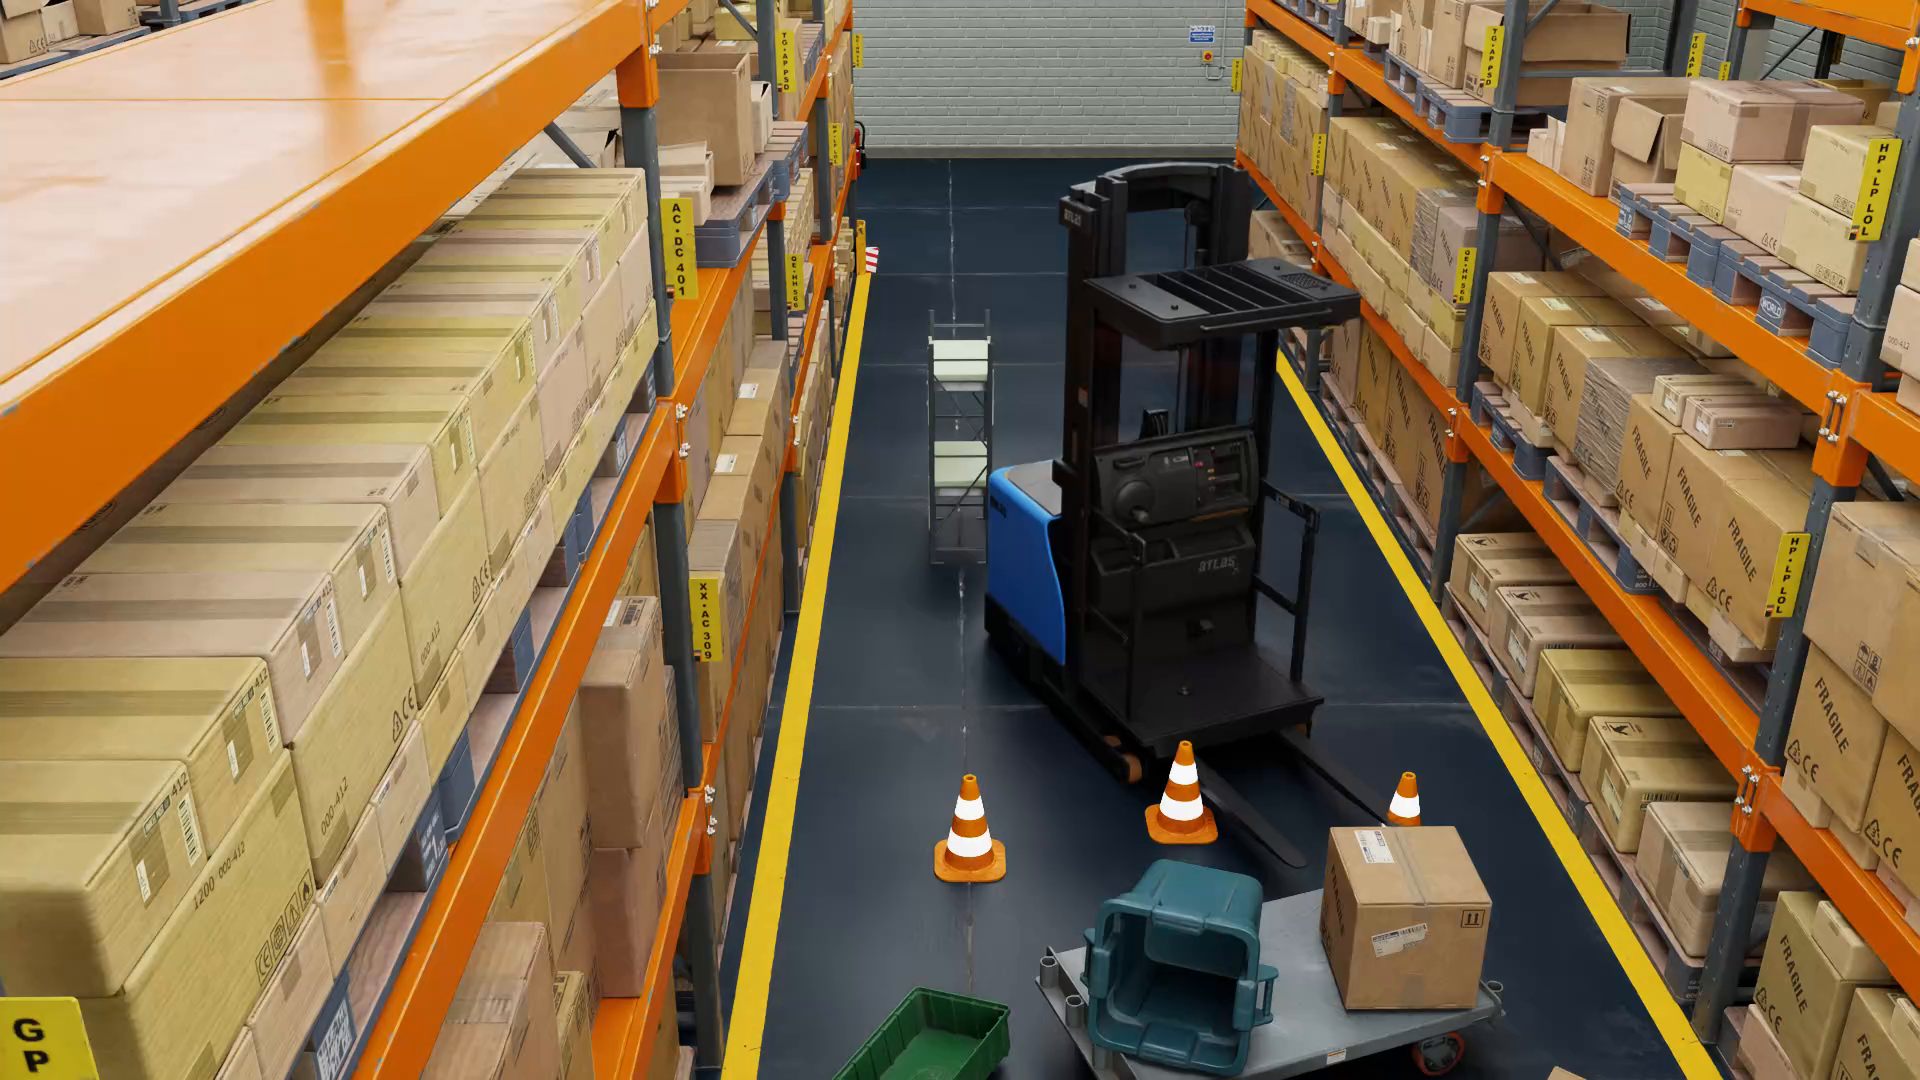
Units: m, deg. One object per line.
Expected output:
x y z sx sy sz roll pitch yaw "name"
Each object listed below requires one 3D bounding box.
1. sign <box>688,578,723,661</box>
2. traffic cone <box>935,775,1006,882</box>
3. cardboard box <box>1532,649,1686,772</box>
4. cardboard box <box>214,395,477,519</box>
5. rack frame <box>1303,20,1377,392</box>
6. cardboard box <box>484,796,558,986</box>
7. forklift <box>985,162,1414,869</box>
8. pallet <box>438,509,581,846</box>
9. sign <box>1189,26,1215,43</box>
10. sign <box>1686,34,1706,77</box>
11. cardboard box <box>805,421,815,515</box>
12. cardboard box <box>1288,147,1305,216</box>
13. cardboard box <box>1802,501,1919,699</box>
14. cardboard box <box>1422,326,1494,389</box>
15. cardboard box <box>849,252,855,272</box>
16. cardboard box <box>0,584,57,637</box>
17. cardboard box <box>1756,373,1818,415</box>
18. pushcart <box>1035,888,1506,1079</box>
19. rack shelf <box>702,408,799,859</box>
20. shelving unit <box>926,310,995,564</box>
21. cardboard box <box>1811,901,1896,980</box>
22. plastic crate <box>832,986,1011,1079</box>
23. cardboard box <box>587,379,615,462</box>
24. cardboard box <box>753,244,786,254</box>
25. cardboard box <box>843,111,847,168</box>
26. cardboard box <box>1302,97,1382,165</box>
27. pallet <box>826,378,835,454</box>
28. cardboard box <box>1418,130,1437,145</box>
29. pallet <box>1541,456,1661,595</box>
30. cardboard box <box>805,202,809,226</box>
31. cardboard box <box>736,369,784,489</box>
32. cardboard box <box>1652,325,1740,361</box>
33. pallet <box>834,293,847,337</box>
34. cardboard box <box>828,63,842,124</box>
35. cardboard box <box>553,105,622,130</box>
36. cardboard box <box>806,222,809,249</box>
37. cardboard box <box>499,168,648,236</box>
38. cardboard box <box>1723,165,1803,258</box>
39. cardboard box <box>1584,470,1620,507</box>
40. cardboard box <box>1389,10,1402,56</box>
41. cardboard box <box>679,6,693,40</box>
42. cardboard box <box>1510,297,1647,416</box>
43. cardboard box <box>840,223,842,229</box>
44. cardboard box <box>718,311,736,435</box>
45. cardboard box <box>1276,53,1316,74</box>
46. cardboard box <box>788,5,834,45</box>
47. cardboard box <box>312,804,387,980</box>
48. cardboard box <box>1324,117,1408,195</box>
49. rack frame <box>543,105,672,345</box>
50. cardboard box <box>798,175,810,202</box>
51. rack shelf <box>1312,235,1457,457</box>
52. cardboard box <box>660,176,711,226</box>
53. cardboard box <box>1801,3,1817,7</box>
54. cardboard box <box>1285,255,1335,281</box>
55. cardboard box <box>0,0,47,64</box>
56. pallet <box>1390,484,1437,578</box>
-0.893 0.282 5.840 0.100 0.325 0.005 0 24 -1 "sign"
0.047 1.312 7.788 0.336 0.463 0.334 0 24 -1 "traffic cone"
3.472 0.859 8.390 0.950 0.372 0.625 1 24 1 "cardboard box"
-1.102 -0.151 3.011 0.380 0.149 0.250 -1 24 -1 "cardboard box"
3.414 -2.645 13.458 1.000 3.000 0.127 0 24 -1 "rack frame"
-1.474 0.975 3.962 0.875 0.550 0.500 0 24 -1 "cardboard box"
1.204 -0.287 8.328 1.130 2.935 3.031 -10 26 -22 "forklift"
-1.439 0.228 3.574 1.003 0.211 1.213 0 24 -1 "pallet"
3.236 -6.765 22.239 0.327 0.218 0.001 0 24 -1 "sign"
4.000 -2.600 9.092 0.100 0.325 0.005 0 24 -1 "sign"
-1.253 -0.485 11.206 0.500 0.500 0.500 0 24 0 "cardboard box"
3.142 -3.092 14.326 0.500 0.500 0.500 -1 24 -2 "cardboard box"
3.289 0.197 5.478 0.700 0.500 0.500 -1 24 -1 "cardboard box"
3.192 -1.135 10.303 0.500 0.250 0.500 -1 24 -2 "cardboard box"
-1.260 -2.800 16.751 0.380 0.149 0.250 0 24 1 "cardboard box"
-1.694 0.286 2.527 0.500 0.250 0.500 0 24 0 "cardboard box"
3.734 -0.659 7.288 0.380 0.149 0.250 1 24 2 "cardboard box"
1.221 1.877 6.641 1.648 0.377 0.936 -9 26 -19 "pushcart"
-1.470 0.219 7.998 1.077 0.370 4.000 0 24 -1 "rack shelf"
0.000 -0.681 10.935 0.431 1.500 0.755 0 24 -1 "shelving unit"
3.179 1.372 5.706 0.380 0.149 0.250 0 24 0 "cardboard box"
-0.136 2.036 6.450 0.450 0.188 0.662 3 22 31 "plastic crate"
-1.114 -0.309 4.328 0.380 0.149 0.250 0 24 0 "cardboard box"
-1.309 -1.793 10.648 0.380 0.149 0.250 -1 24 -3 "cardboard box"
-1.306 -3.600 15.087 0.500 0.500 0.500 1 24 2 "cardboard box"
3.132 -3.339 13.658 0.500 0.500 0.500 0 24 -1 "cardboard box"
-1.525 -0.990 13.182 1.003 0.211 1.213 0 24 -1 "pallet"
3.682 -2.750 12.355 0.500 0.500 0.500 0 24 0 "cardboard box"
3.520 -0.094 8.050 1.003 0.211 1.213 0 24 -1 "pallet"
-1.330 -2.420 12.394 0.380 0.149 0.250 1 24 2 "cardboard box"
-1.214 -0.588 8.790 0.500 0.500 0.500 0 24 -1 "cardboard box"
3.763 -0.762 8.303 0.500 0.500 0.500 -2 24 -4 "cardboard box"
-1.594 -2.091 15.617 1.003 0.211 1.213 0 24 -1 "pallet"
-1.292 -3.826 14.374 0.500 0.500 0.500 0 24 0 "cardboard box"
-1.692 -1.778 7.379 0.500 0.311 0.500 -1 24 -1 "cardboard box"
-1.329 -2.285 12.458 0.380 0.149 0.250 0 24 -1 "cardboard box"
-1.125 -0.988 4.860 0.380 0.149 0.250 0 24 -1 "cardboard box"
3.349 -1.287 6.487 0.500 0.250 0.500 0 24 0 "cardboard box"
3.244 -0.273 8.008 0.380 0.149 0.250 1 24 1 "cardboard box"
3.083 -3.387 11.113 0.396 0.266 0.258 2 24 4 "cardboard box"
-1.776 -3.071 9.709 0.396 0.266 0.258 0 24 -1 "cardboard box"
3.243 -0.968 8.758 0.500 0.500 0.500 1 24 2 "cardboard box"
-1.374 -3.072 16.630 0.380 0.149 0.250 0 24 0 "cardboard box"
-1.482 -0.829 8.108 0.700 0.500 0.500 -1 24 -1 "cardboard box"
3.072 -4.303 15.002 0.380 0.149 0.250 -1 24 -2 "cardboard box"
-1.276 -4.071 13.154 0.500 0.250 0.500 1 24 2 "cardboard box"
-1.093 0.524 2.486 0.380 0.149 0.250 0 24 0 "cardboard box"
3.131 -2.963 12.828 0.500 0.500 0.500 0 24 0 "cardboard box"
-1.448 -2.018 4.792 1.000 3.000 0.127 0 24 -1 "rack frame"
-1.332 -2.654 12.551 0.380 0.149 0.250 -1 24 -2 "cardboard box"
3.435 -1.493 11.784 1.077 0.370 4.000 0 24 -1 "rack shelf"
-1.203 -1.352 6.634 0.380 0.149 0.250 0 24 -1 "cardboard box"
8.029 -5.012 15.357 0.380 0.149 0.250 0 24 -1 "cardboard box"
3.504 -2.297 15.288 0.875 0.438 0.875 -1 24 -2 "cardboard box"
-6.496 -3.399 10.850 0.797 0.503 0.637 -1 24 -1 "cardboard box"
3.524 -0.051 11.107 1.003 0.211 1.213 0 24 -1 "pallet"
